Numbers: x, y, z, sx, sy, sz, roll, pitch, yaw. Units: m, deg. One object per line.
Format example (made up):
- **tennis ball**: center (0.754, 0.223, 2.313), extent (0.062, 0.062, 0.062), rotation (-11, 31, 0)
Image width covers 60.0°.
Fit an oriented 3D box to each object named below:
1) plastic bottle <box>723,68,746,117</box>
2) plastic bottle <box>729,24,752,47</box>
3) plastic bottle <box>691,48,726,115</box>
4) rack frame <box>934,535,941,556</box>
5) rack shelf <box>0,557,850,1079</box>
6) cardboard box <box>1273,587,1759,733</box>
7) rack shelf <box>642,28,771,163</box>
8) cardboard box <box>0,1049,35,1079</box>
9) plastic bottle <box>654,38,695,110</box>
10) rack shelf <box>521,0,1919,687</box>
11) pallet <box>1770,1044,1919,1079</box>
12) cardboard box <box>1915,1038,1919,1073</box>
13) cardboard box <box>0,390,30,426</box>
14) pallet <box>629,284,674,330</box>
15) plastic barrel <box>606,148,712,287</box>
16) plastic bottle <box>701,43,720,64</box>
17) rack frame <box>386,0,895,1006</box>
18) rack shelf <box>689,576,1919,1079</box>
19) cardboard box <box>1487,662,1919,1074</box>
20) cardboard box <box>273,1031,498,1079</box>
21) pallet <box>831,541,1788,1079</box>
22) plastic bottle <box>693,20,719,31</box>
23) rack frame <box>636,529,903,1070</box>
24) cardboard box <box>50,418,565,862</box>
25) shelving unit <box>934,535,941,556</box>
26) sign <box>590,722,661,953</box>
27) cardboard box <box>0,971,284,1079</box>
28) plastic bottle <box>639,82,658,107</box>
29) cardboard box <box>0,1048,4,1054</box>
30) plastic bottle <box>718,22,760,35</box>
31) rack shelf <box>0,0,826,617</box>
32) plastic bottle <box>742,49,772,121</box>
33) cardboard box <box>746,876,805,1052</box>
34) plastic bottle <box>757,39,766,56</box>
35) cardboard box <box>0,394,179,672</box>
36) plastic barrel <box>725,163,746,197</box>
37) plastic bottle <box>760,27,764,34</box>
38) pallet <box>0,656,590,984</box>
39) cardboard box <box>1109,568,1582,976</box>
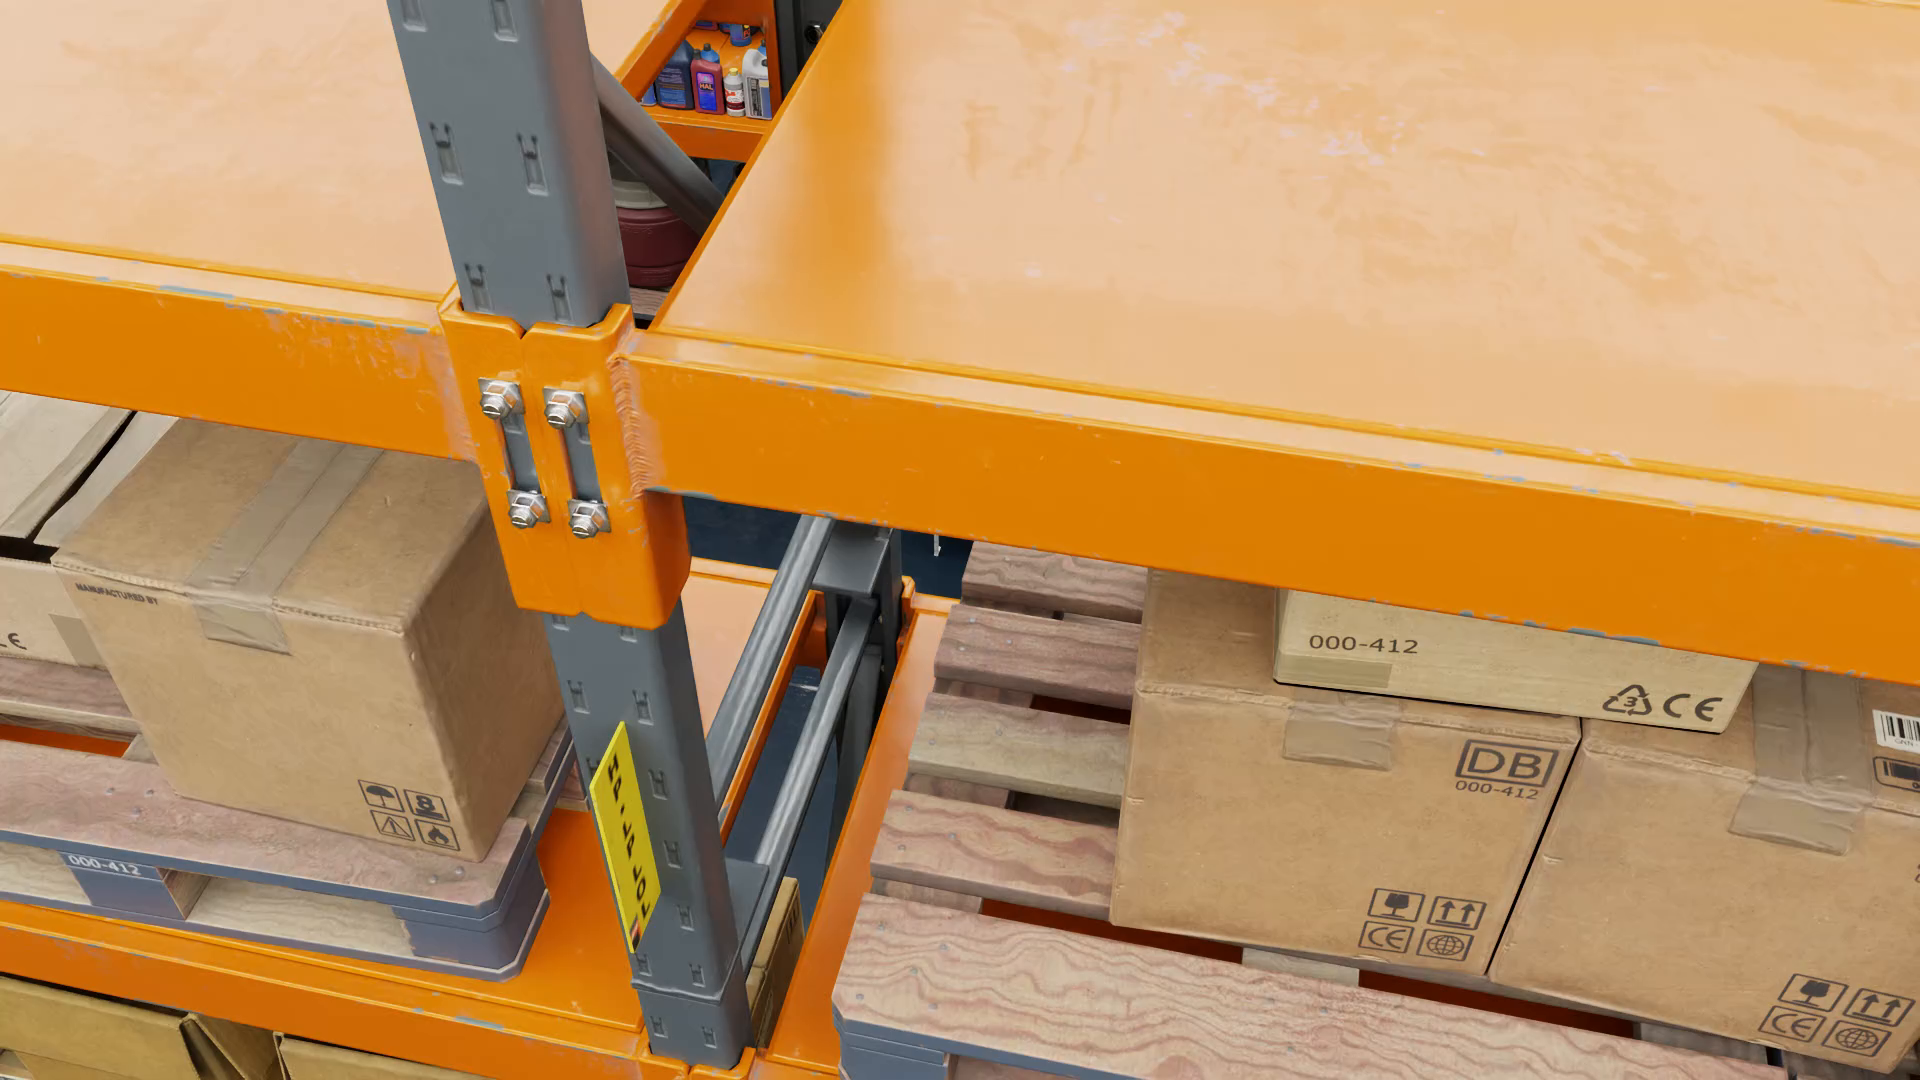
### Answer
- **plastic bottle**: center (-0.973, -1.948, 7.214), extent (0.097, 0.201, 0.097), rotation (0, 44, 0)
- **plastic bottle**: center (-1.020, -2.418, 7.652), extent (0.097, 0.271, 0.097), rotation (0, 44, 0)
- **plastic bottle**: center (-1.090, -1.983, 7.191), extent (0.133, 0.283, 0.061), rotation (9, 45, 9)
- **rack frame**: center (-0.077, -0.444, 6.806), extent (0.015, 1.200, 0.240), rotation (9, 45, 9)
- **rack shelf**: center (-2.226, 0.235, 3.159), extent (4.000, 0.370, 1.077), rotation (9, 45, 9)
- **cardboard box**: center (0.642, -0.068, 1.967), extent (0.500, 0.250, 0.500), rotation (6, 44, 6)
- **rack shelf**: center (-1.144, -2.036, 7.682), extent (4.000, 0.370, 1.077), rotation (9, 45, 9)
- **cardboard box**: center (-1.783, 1.283, 3.642), extent (0.500, 0.500, 0.500), rotation (8, 45, 9)
- **plastic bottle**: center (-1.236, -2.060, 7.222), extent (0.185, 0.351, 0.144), rotation (9, 45, 9)
- **rack shelf**: center (1.678, -0.096, 1.628), extent (4.000, 0.370, 1.077), rotation (9, 45, 9)
- **pallet**: center (1.709, 0.628, 2.296), extent (1.213, 0.211, 1.003), rotation (9, 45, 9)
- **cardboard box**: center (1.506, 0.393, 2.029), extent (0.500, 0.500, 0.700), rotation (11, 45, 11)
- **cardboard box**: center (-1.694, -0.109, 2.876), extent (0.250, 0.149, 0.380), rotation (7, 44, 7)
- **pallet**: center (-1.131, -1.316, 8.425), extent (1.213, 0.211, 1.003), rotation (9, 45, 9)
- **plastic barrel**: center (-1.513, -1.647, 8.195), extent (0.708, 0.588, 0.600), rotation (9, 45, 9)
- **plastic bottle**: center (-1.090, -2.035, 7.254), extent (0.097, 0.271, 0.097), rotation (0, 44, 0)
- **rack frame**: center (-0.274, -0.802, 1.555), extent (0.127, 3.000, 1.000), rotation (9, 45, 9)
- **rack shelf**: center (1.678, 0.840, 2.530), extent (4.000, 0.370, 1.077), rotation (9, 45, 9)
- **cardboard box**: center (1.027, 0.217, 2.211), extent (0.500, 0.500, 0.700), rotation (11, 45, 11)
- **cardboard box**: center (-0.899, 0.871, 3.347), extent (0.637, 0.503, 0.797), rotation (8, 44, 8)
- **pallet**: center (0.522, 0.441, 2.489), extent (1.213, 0.211, 1.003), rotation (9, 45, 9)
- **plastic bottle**: center (-1.195, -2.521, 7.751), extent (0.133, 0.283, 0.061), rotation (9, 45, 9)
- **rack frame**: center (-0.274, 1.359, 3.635), extent (0.127, 3.000, 1.000), rotation (9, 45, 9)
- **cardboard box**: center (-0.842, 0.010, 2.499), extent (0.500, 0.500, 0.700), rotation (10, 45, 10)
- **shelving unit**: center (0.162, -0.407, 6.768), extent (0.503, 1.200, 0.258), rotation (9, 45, 9)
- **sign**: center (-0.383, 0.347, 1.923), extent (0.005, 0.325, 0.100), rotation (9, 45, 9)
- **cardboard box**: center (-1.566, 0.759, 3.463), extent (0.637, 0.503, 0.797), rotation (9, 45, 10)
- **plastic bottle**: center (-1.391, -2.059, 7.276), extent (0.135, 0.276, 0.152), rotation (9, 45, 9)
- **cardboard box**: center (-2.176, 0.675, 3.550), extent (0.637, 0.503, 0.797), rotation (10, 45, 10)
- **plastic bottle**: center (-1.036, -2.535, 7.716), extent (0.185, 0.351, 0.144), rotation (9, 45, 9)
- **rack shelf**: center (-2.226, -0.702, 2.257), extent (4.000, 0.370, 1.077), rotation (9, 45, 9)
- **plastic bottle**: center (-0.854, -1.976, 7.190), extent (0.135, 0.276, 0.152), rotation (9, 45, 9)
- **cardboard box**: center (-0.668, 1.084, 3.848), extent (0.500, 0.500, 0.500), rotation (9, 45, 9)
- **plastic bottle**: center (-0.845, -2.062, 7.282), extent (0.097, 0.271, 0.097), rotation (0, 44, 0)
- **cardboard box**: center (-1.325, -0.068, 2.716), extent (0.500, 0.311, 0.500), rotation (7, 44, 8)
- **plastic barrel**: center (-0.942, -1.595, 8.195), extent (0.421, 0.512, 0.421), rotation (0, 44, 0)
- **plastic bottle**: center (-0.893, -2.500, 7.738), extent (0.097, 0.271, 0.097), rotation (0, 44, 0)
- **pallet**: center (-1.179, 0.242, 2.771), extent (1.217, 0.209, 0.805), rotation (7, 44, 7)
- **cardboard box**: center (0.503, 0.133, 2.299), extent (0.500, 0.500, 0.700), rotation (6, 44, 7)
